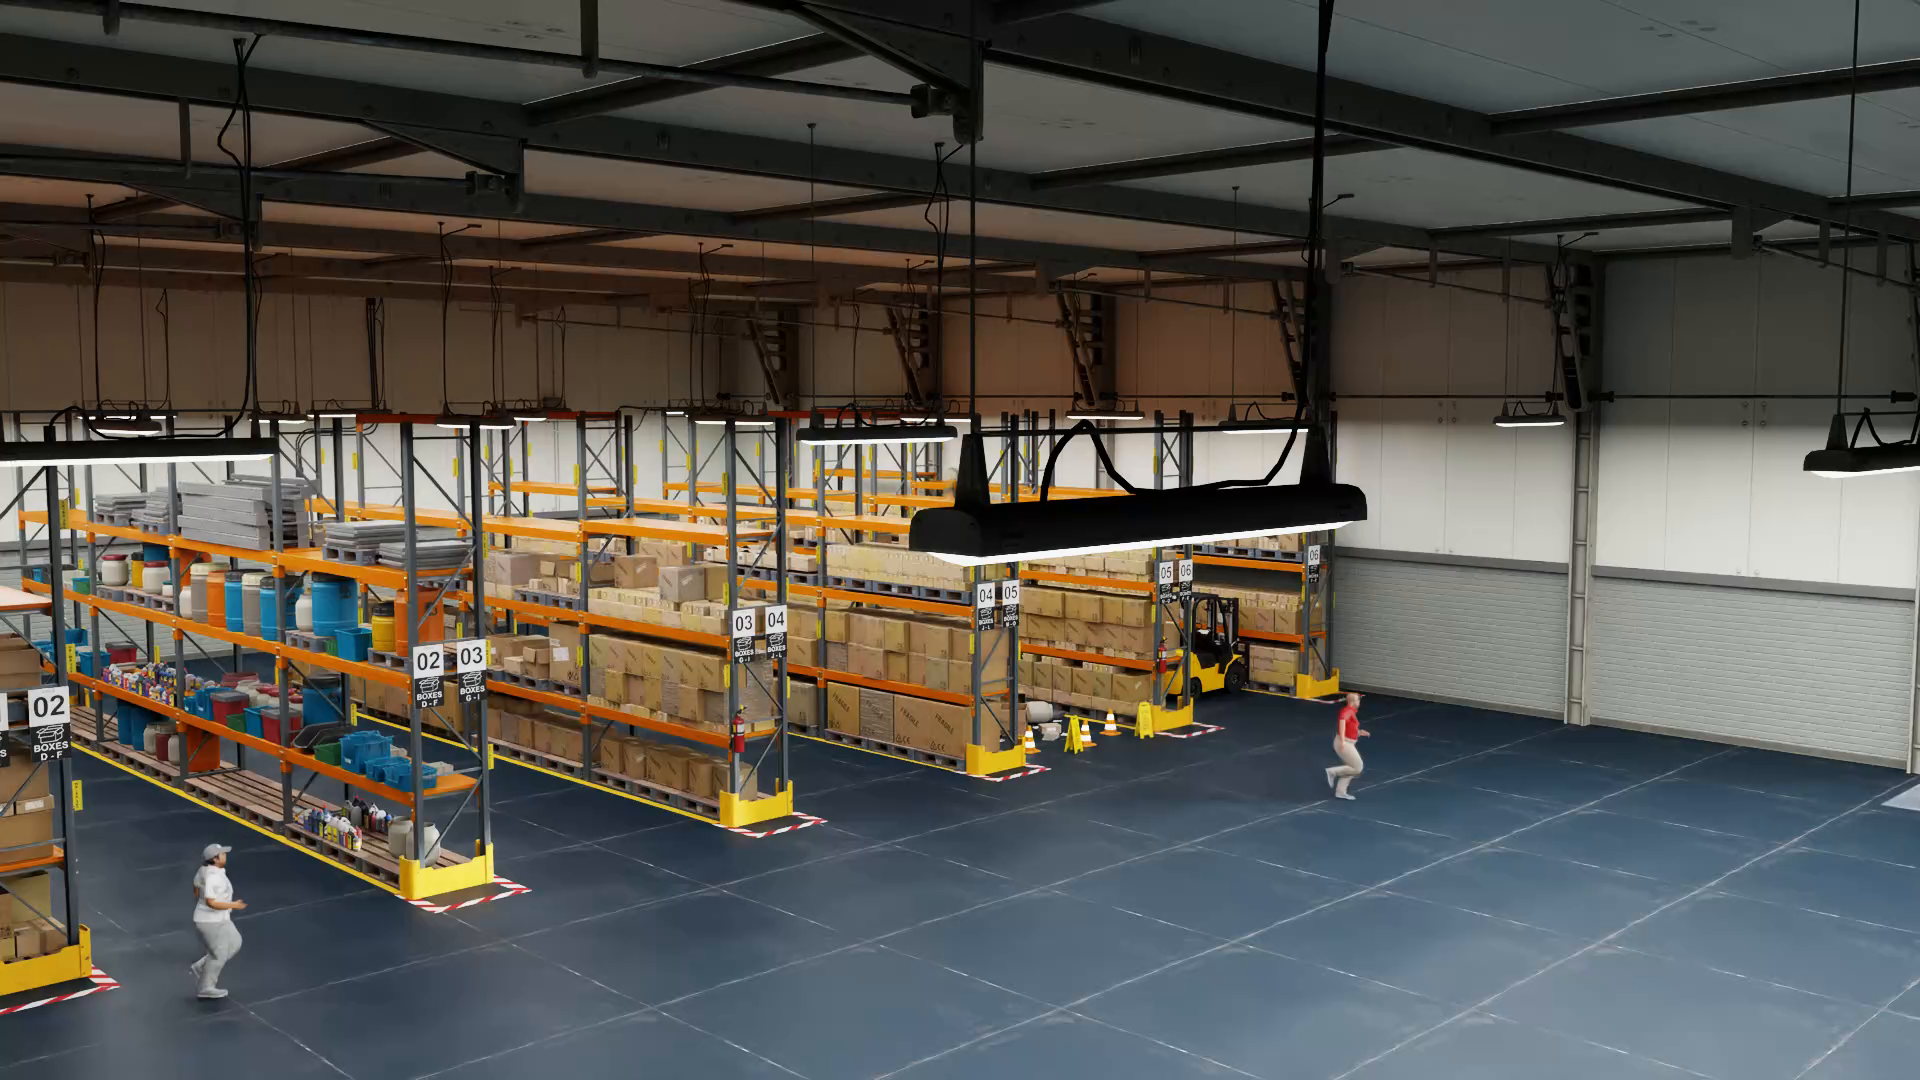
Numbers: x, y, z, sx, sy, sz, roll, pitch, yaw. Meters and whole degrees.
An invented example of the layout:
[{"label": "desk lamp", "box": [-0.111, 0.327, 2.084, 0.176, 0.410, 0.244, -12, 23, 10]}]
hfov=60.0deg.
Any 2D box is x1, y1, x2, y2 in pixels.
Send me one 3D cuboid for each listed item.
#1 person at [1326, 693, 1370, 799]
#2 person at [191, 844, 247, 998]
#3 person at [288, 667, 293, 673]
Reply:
[{"label": "person", "box": [6.098, 3.245, 26.127, 0.690, 1.681, 0.704, 0, 5, 4]}, {"label": "person", "box": [-7.792, 4.001, 17.513, 0.527, 1.635, 0.590, -2, 5, -25]}, {"label": "person", "box": [-14.600, 2.326, 37.163, 0.779, 1.685, 0.627, -4, 6, -35]}]
